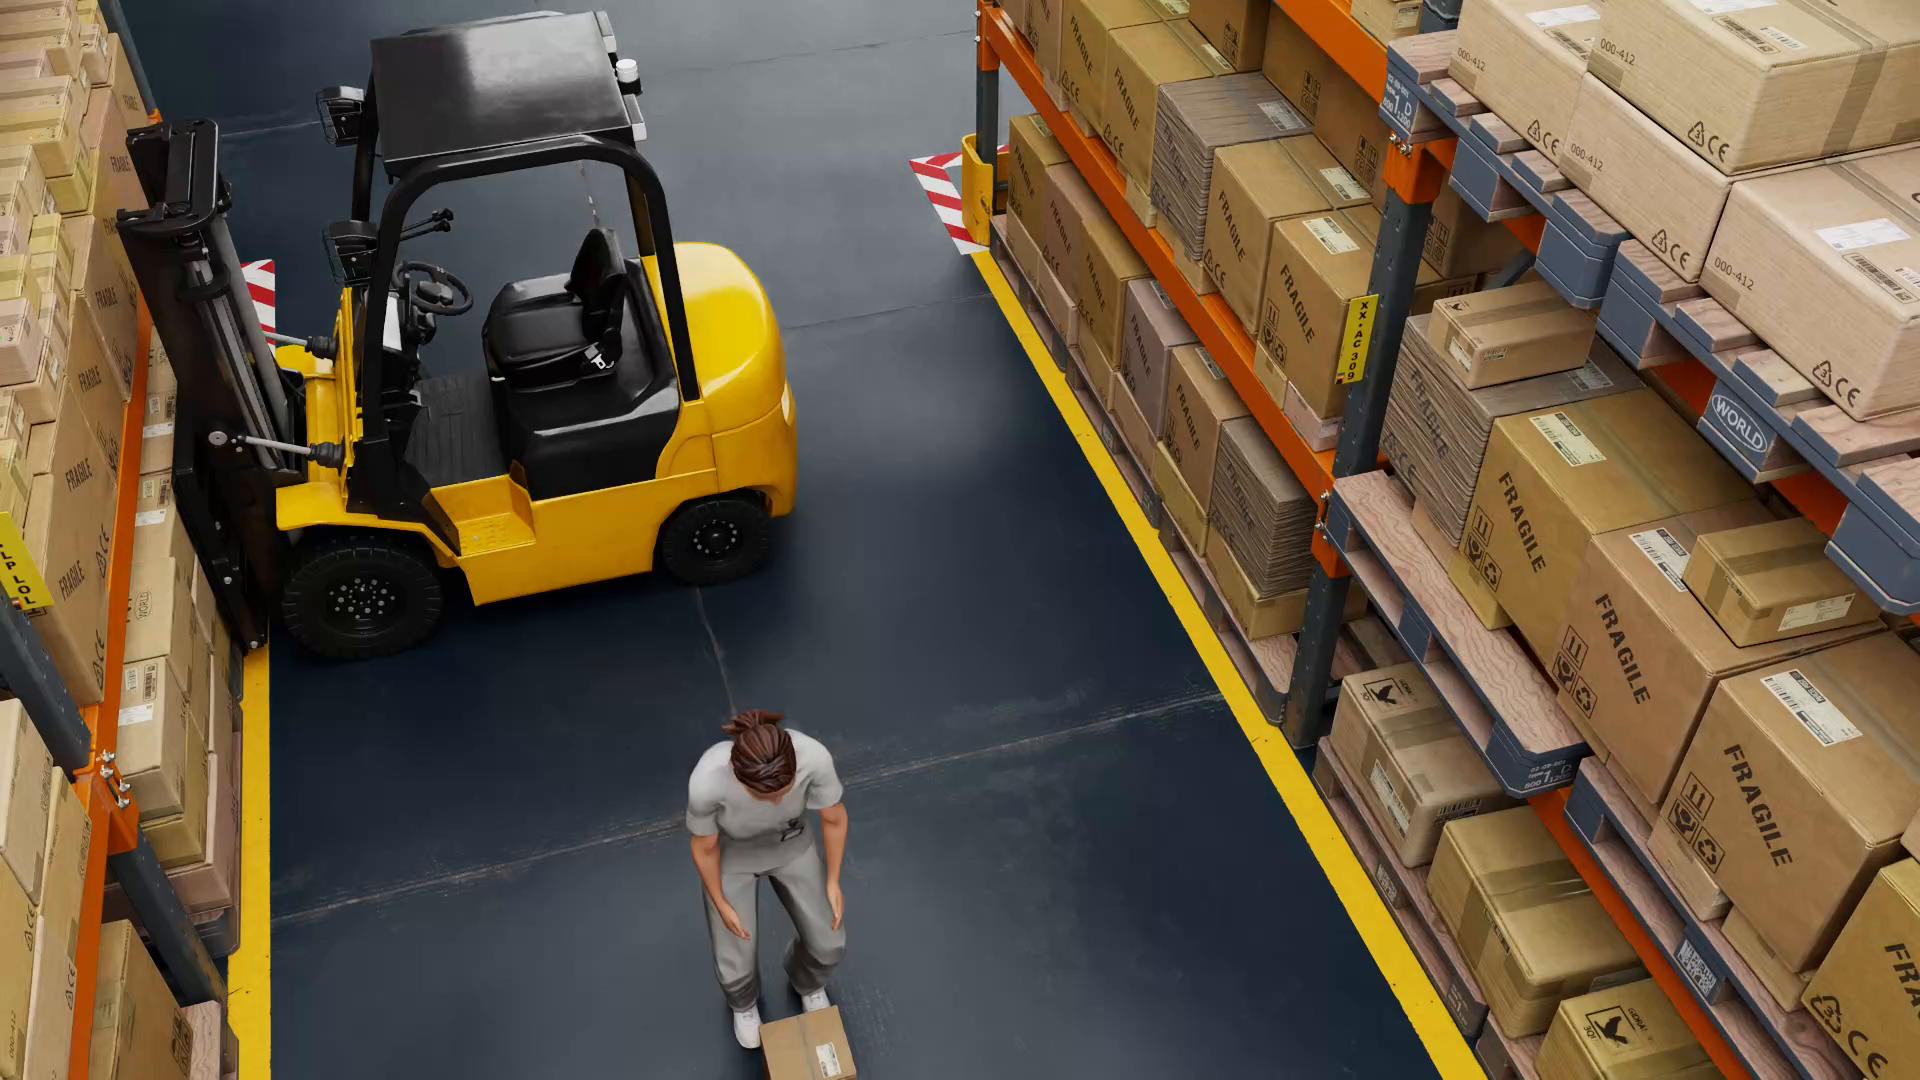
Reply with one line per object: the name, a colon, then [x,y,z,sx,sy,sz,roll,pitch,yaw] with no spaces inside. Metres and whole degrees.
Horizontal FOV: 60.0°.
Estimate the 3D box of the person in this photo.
person: [-0.578,1.018,5.143,0.478,1.556,0.489,-11,44,-12]
